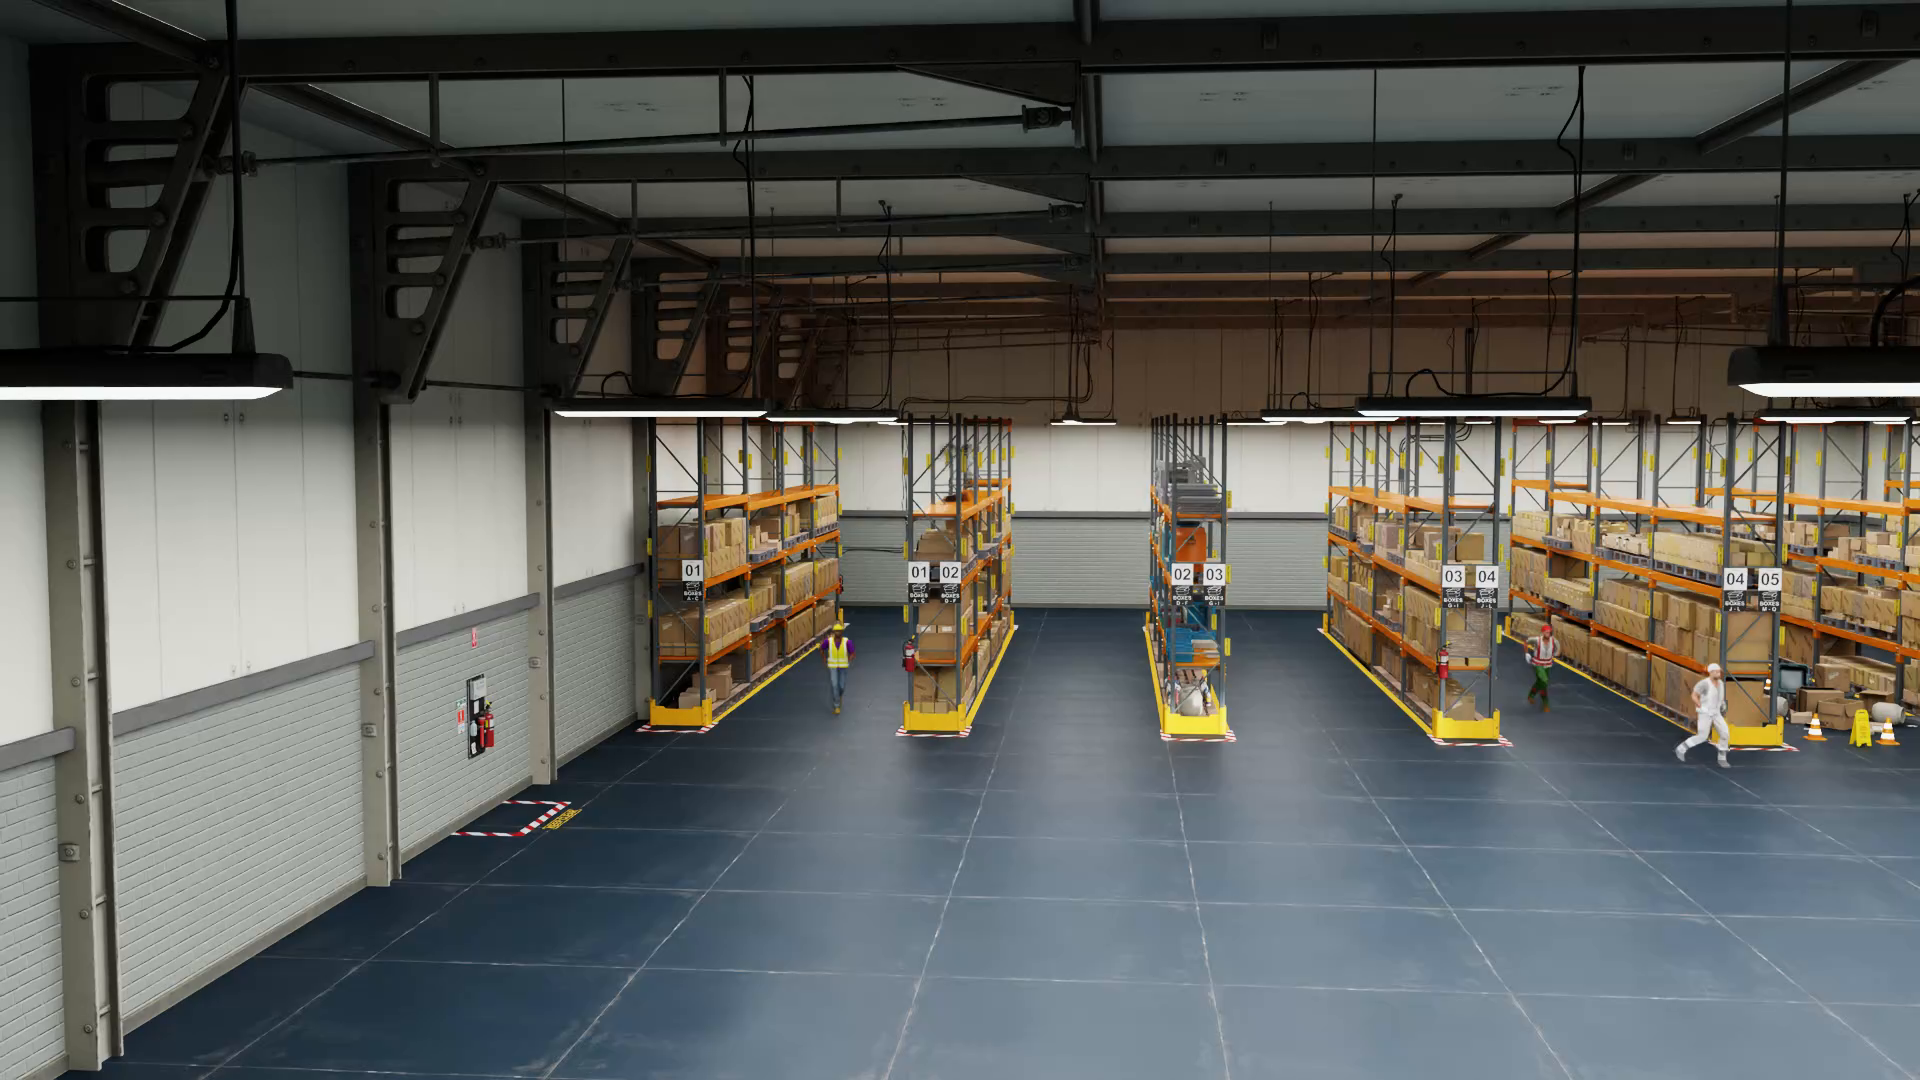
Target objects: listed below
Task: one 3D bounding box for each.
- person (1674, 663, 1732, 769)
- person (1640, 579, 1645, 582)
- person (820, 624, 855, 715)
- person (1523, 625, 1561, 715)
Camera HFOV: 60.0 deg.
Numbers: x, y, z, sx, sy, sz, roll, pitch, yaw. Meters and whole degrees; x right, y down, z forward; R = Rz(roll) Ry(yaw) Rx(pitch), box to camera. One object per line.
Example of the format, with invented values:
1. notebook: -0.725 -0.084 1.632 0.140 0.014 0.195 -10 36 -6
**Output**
1. person: 12.668 2.968 28.179 0.885 1.778 0.732 -2 4 -28
2. person: 17.685 1.941 43.138 0.640 1.835 0.876 -1 4 -11
3. person: -2.466 2.580 33.598 0.700 1.772 0.962 -1 4 -8
4. person: 11.770 2.583 33.709 0.653 1.793 0.990 -1 4 -10
